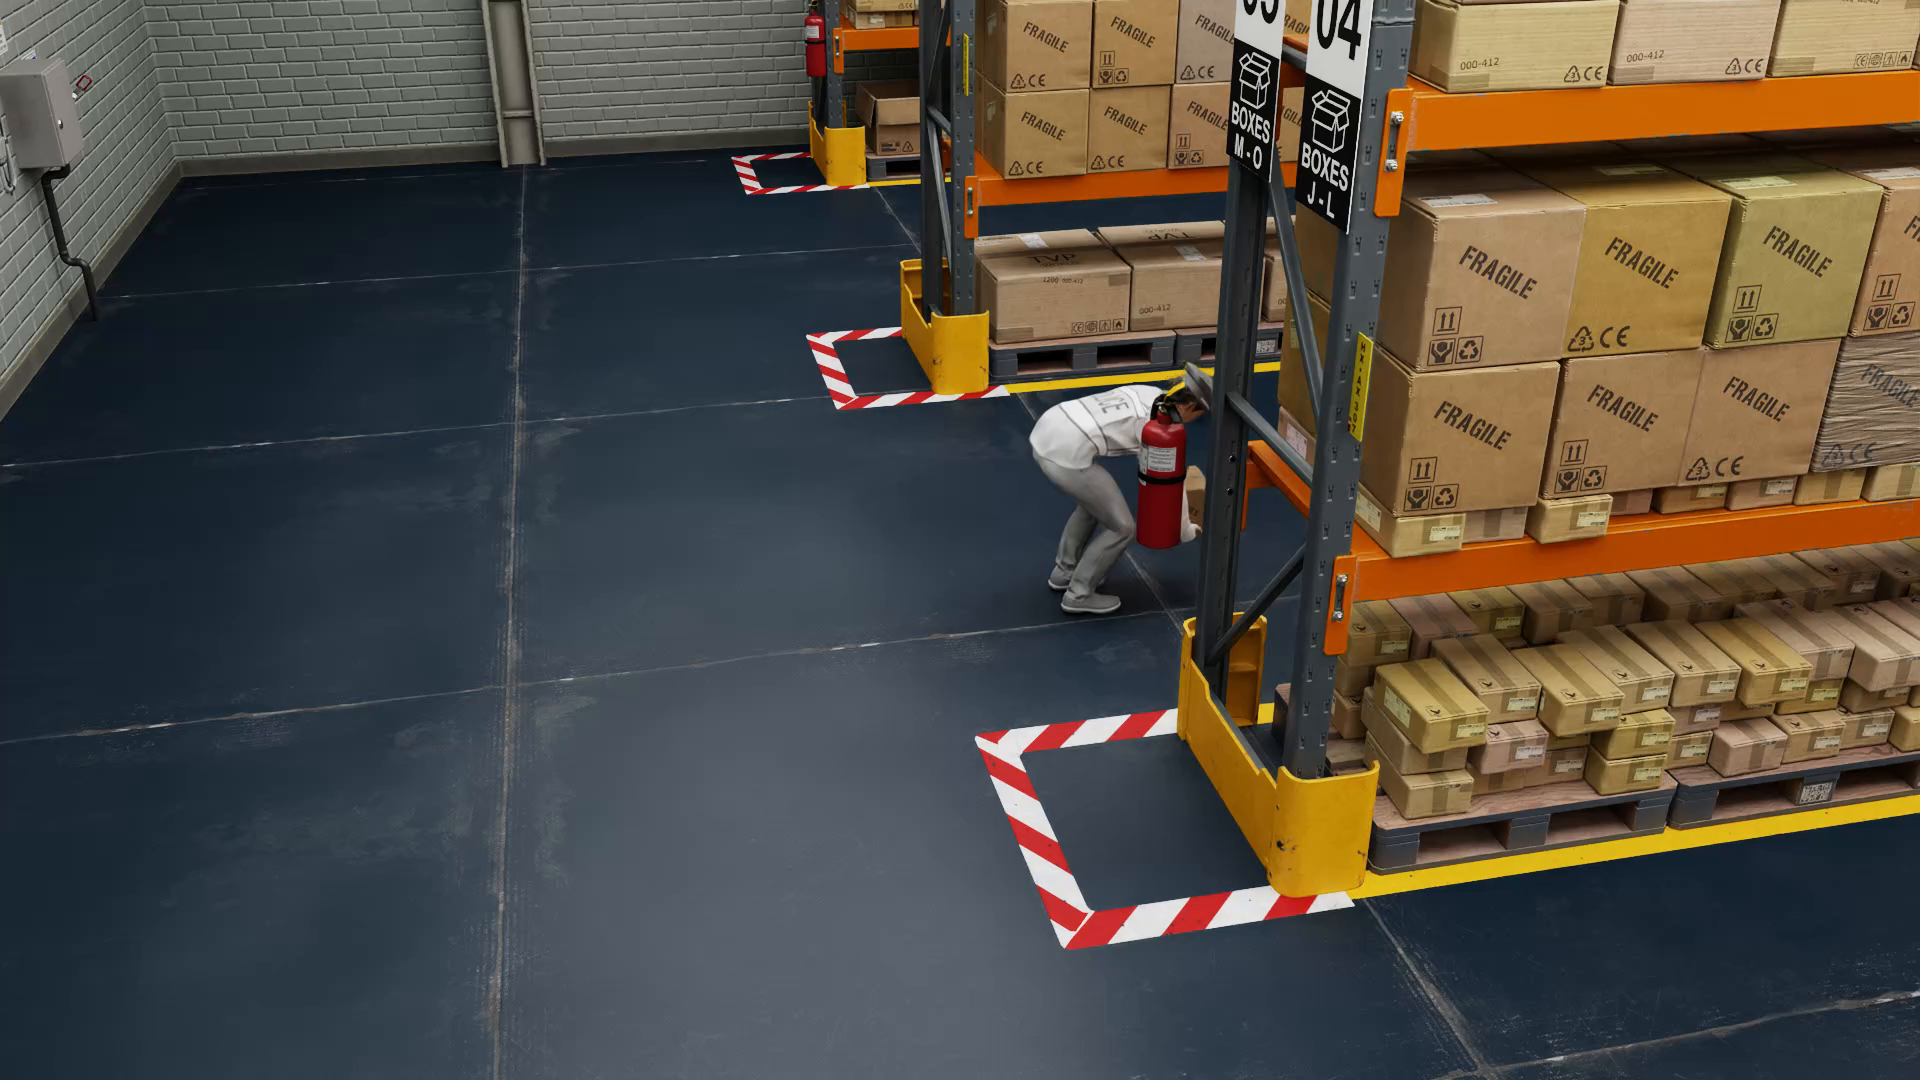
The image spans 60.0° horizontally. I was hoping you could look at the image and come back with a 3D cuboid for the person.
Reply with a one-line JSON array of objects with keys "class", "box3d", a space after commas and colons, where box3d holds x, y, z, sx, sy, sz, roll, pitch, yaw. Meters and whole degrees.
[{"class": "person", "box3d": [0.773, -0.249, 7.706, 0.917, 1.126, 0.445, -7, 28, -14]}]
